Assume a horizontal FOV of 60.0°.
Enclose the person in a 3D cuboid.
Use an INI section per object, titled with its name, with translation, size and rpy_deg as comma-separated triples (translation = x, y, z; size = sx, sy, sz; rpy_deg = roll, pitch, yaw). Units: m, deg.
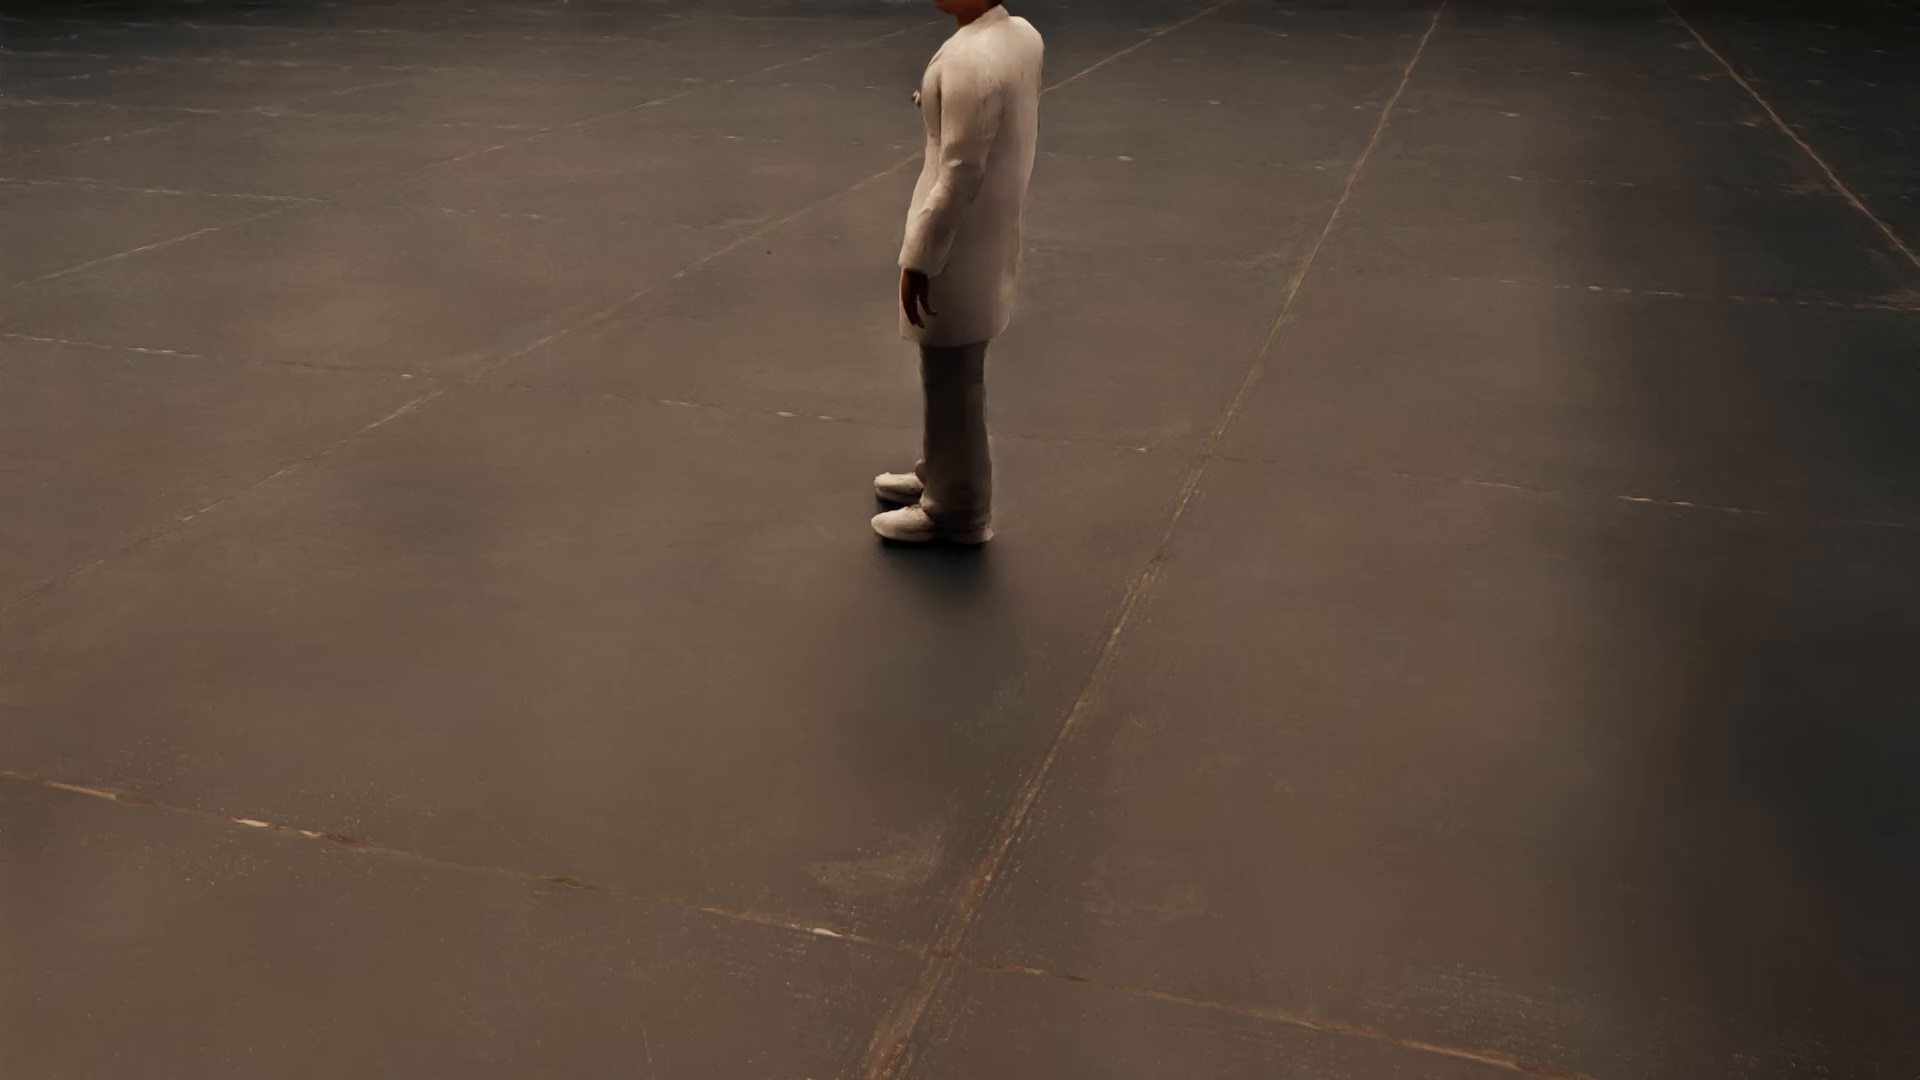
[person]
translation = -0.085, -0.841, 4.808
size = 0.579, 1.776, 0.694
rpy_deg = 7, 23, 16
